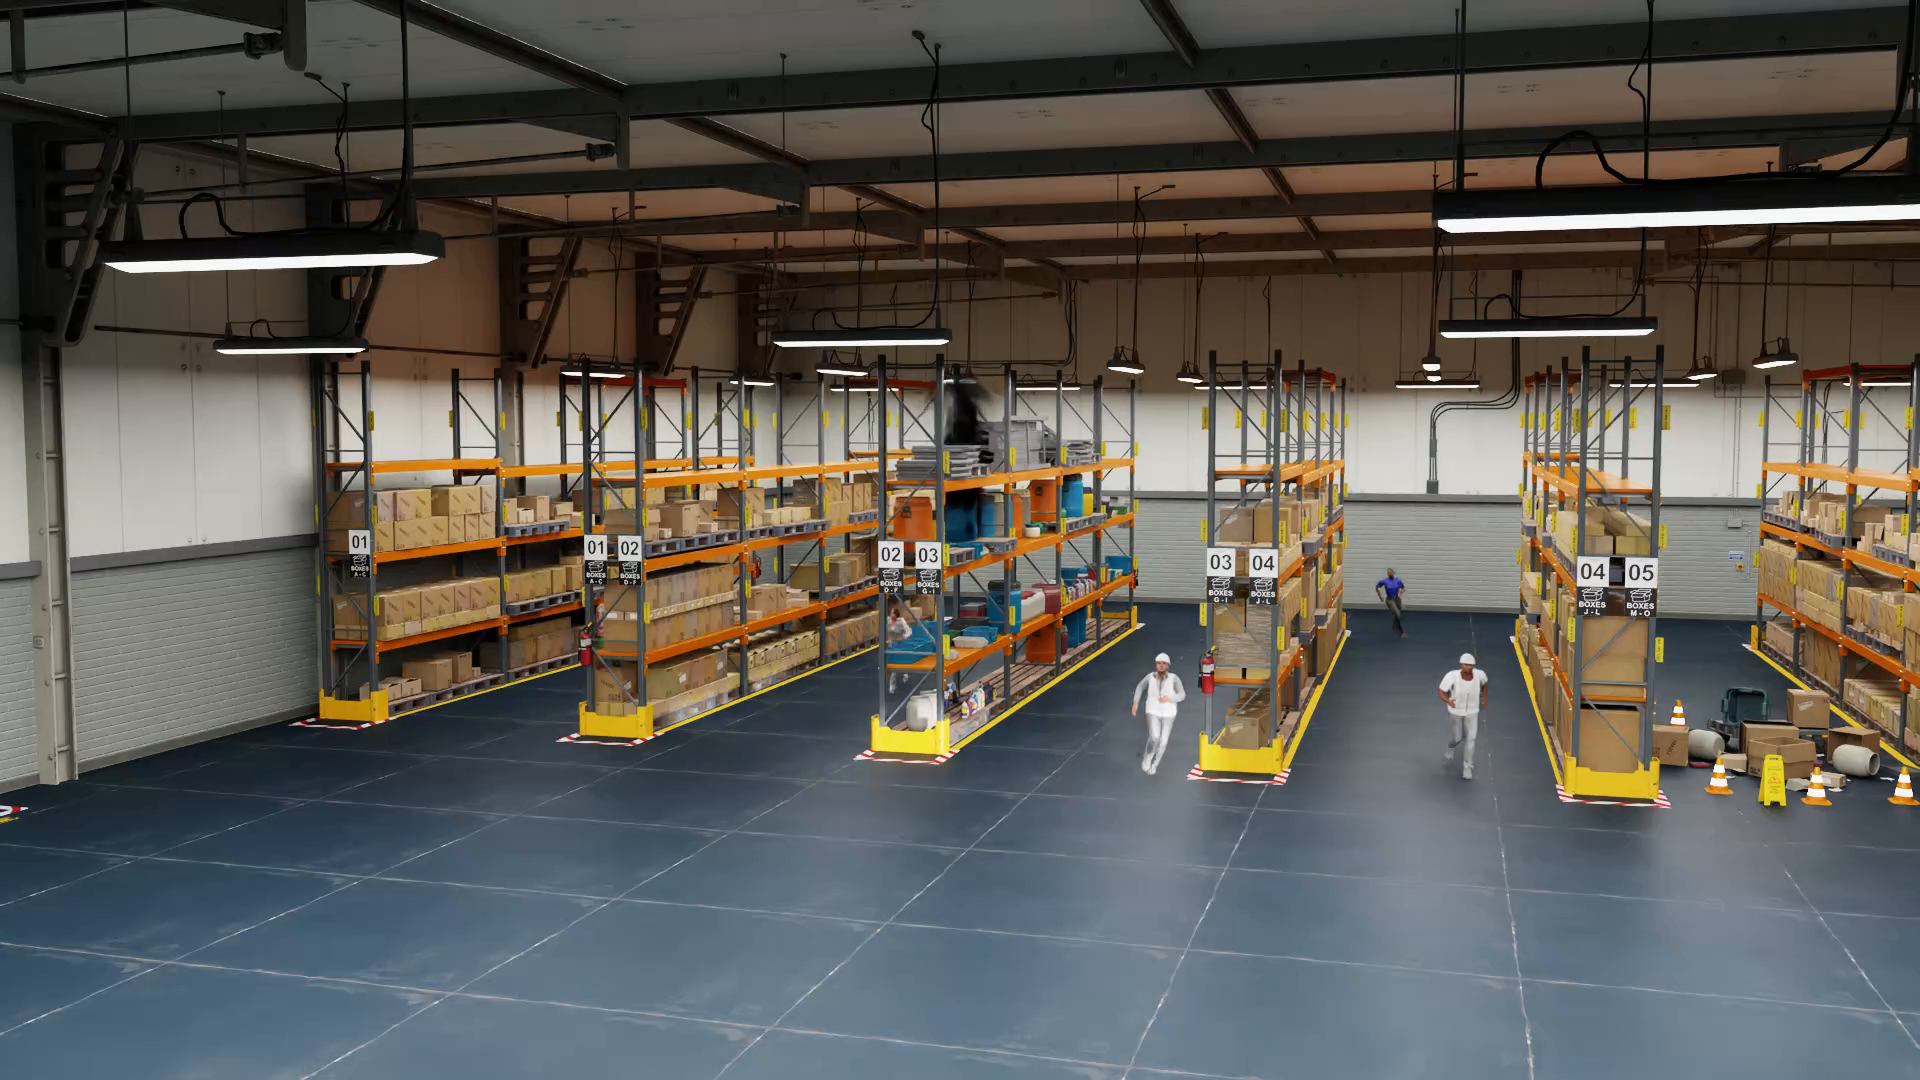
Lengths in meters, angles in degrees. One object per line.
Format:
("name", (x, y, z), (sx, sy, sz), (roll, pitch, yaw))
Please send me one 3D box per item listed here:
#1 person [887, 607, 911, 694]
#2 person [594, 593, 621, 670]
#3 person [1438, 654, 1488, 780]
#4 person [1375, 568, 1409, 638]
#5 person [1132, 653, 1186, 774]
("person", (-1.132, 2.012, 30.922), (0.541, 1.587, 1.001), (1, 4, 16))
("person", (-6.647, 1.846, 31.423), (0.652, 1.805, 0.983), (1, 4, 7))
("person", (7.152, 2.452, 23.634), (0.734, 1.729, 1.072), (0, 4, 0))
("person", (10.086, 1.461, 38.770), (0.722, 1.629, 0.756), (-1, 4, -11))
("person", (2.816, 2.462, 23.518), (0.718, 1.734, 0.639), (0, 4, -2))
